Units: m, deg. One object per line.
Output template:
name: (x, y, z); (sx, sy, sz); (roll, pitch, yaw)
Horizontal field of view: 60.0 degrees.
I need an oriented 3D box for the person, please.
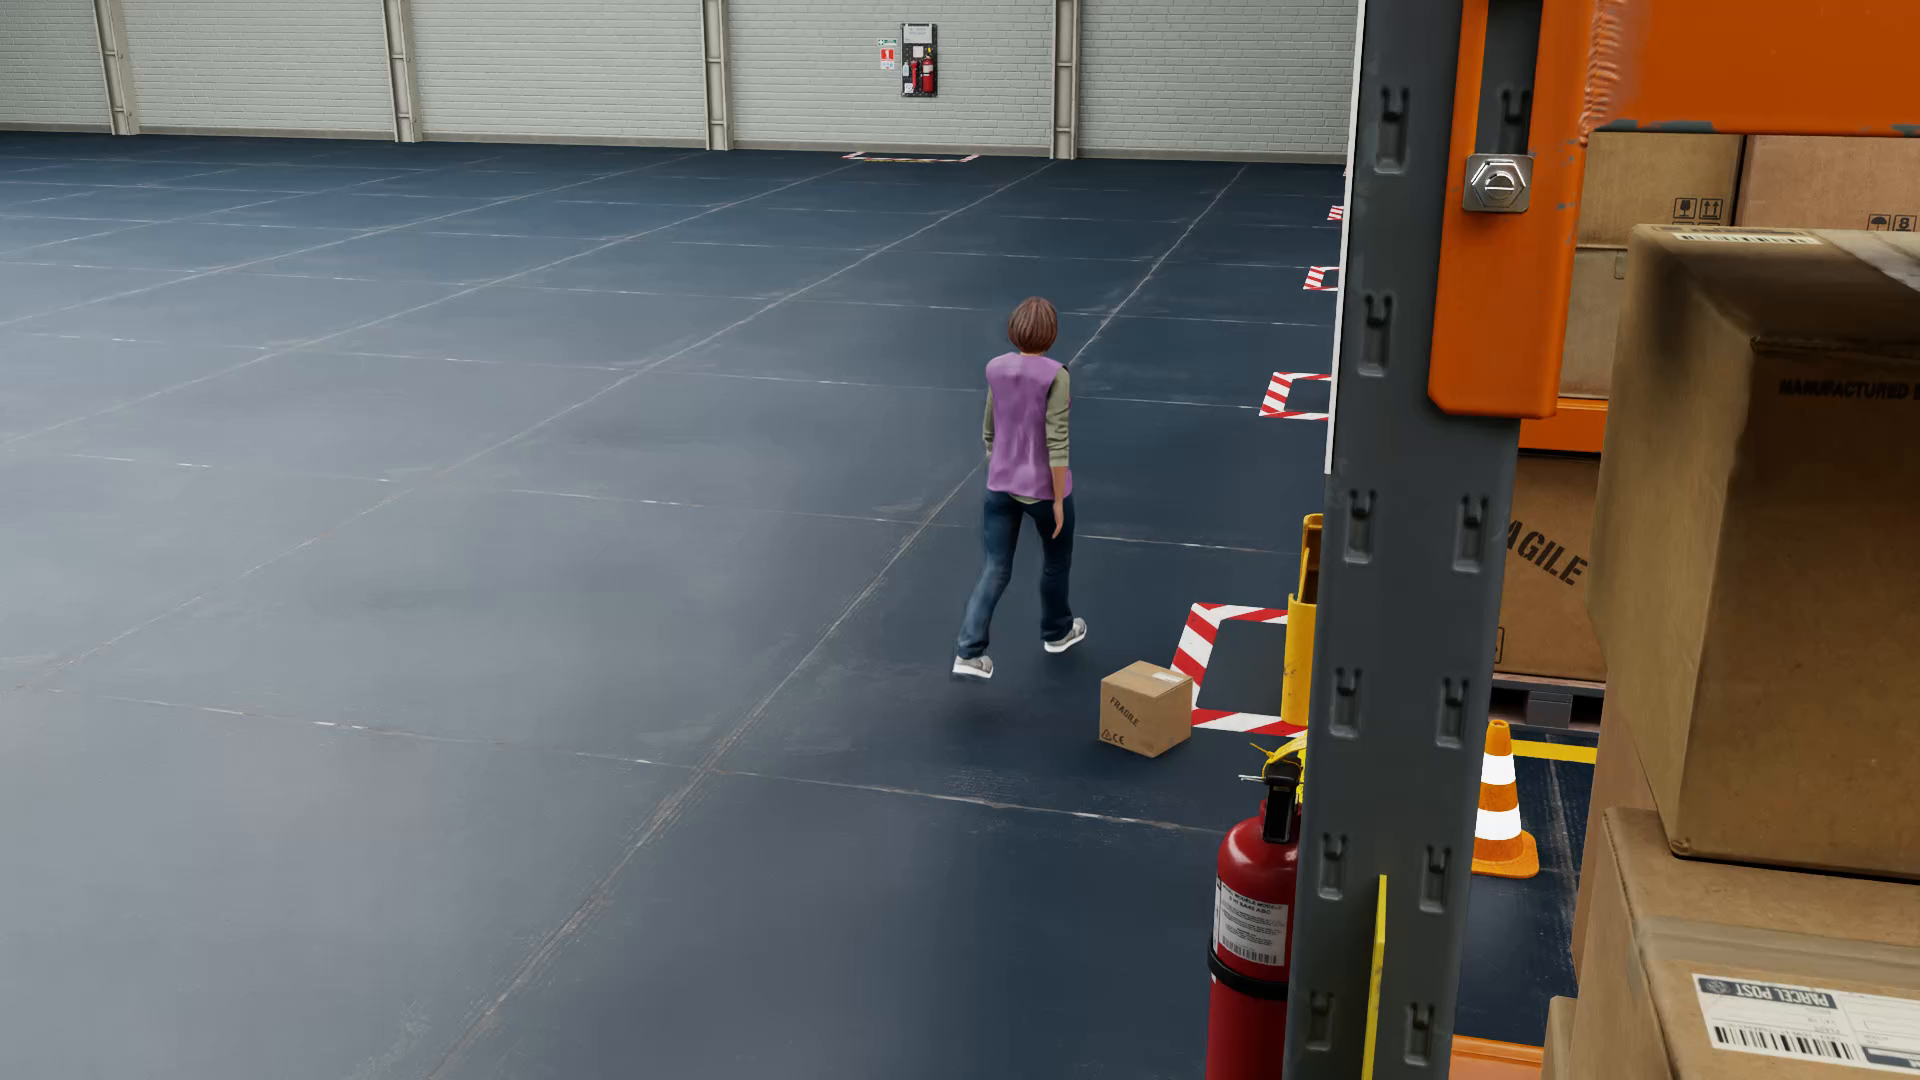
person: (0.254, -0.205, 6.685); (0.435, 1.552, 0.942); (9, 21, 26)
